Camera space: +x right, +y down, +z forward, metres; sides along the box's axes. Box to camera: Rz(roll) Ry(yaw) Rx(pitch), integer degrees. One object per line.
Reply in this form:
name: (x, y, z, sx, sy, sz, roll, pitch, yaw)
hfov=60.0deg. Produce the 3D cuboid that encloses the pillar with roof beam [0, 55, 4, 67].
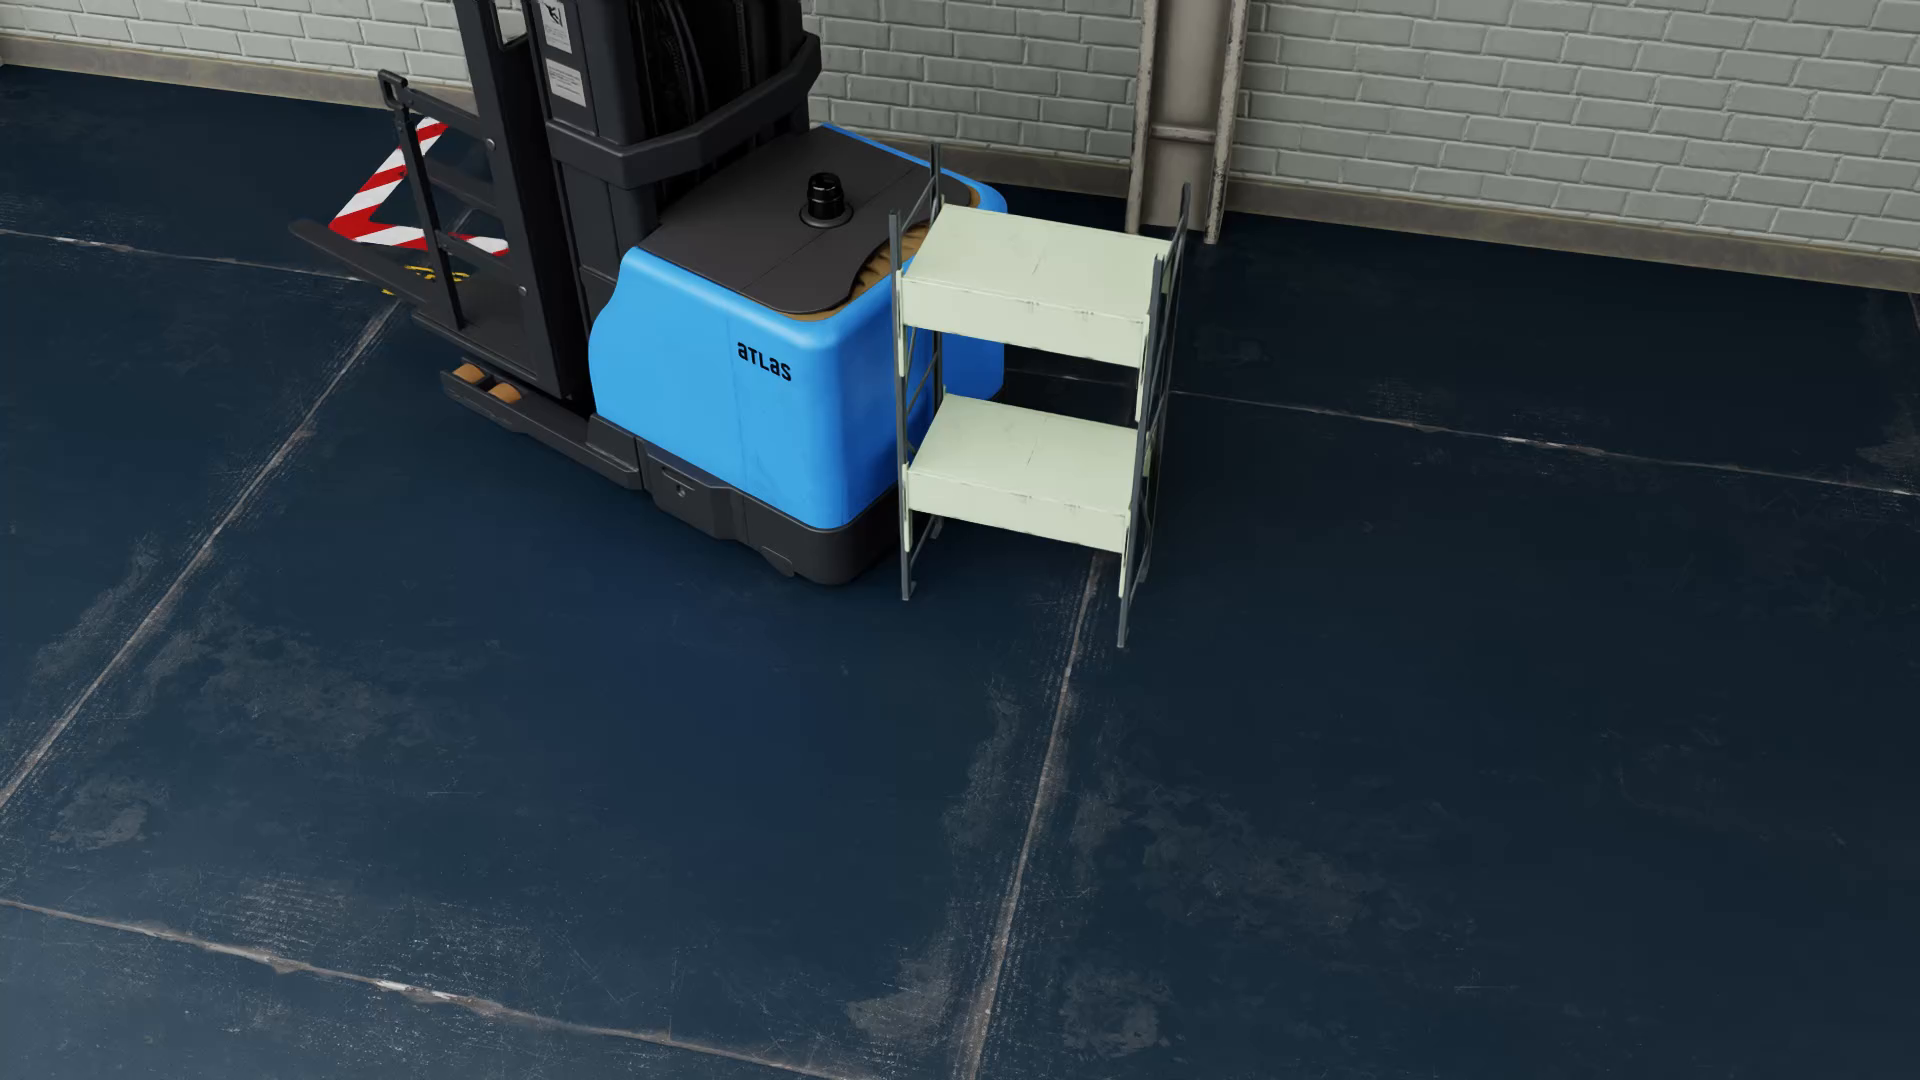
pillar with roof beam: (-5.866, -2.625, 1.988, 0.400, 9.000, 9.100, 9, 45, 9)

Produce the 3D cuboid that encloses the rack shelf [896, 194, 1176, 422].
rack shelf: (0.226, -0.677, 4.809, 0.720, 0.370, 0.431, 12, 45, 12)

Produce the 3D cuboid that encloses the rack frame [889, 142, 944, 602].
rack frame: (-0.124, -0.470, 5.156, 0.023, 1.500, 0.400, 12, 45, 12)

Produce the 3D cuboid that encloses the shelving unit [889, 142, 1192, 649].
shelving unit: (0.226, -0.396, 5.080, 0.755, 1.500, 0.431, 12, 45, 12)

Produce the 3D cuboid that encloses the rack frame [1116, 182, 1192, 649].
rack frame: (0.576, -0.322, 5.003, 0.023, 1.500, 0.400, 12, 45, 12)

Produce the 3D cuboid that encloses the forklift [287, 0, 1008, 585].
forklift: (-1.320, -1.740, 5.444, 3.031, 2.935, 1.130, 27, 50, 25)

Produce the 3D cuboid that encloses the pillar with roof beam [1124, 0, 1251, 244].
pillar with roof beam: (-0.011, -1.716, 1.044, 0.400, 9.000, 9.100, 9, 45, 9)

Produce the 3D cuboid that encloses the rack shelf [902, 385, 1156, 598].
rack shelf: (0.226, -0.161, 5.306, 0.720, 0.370, 0.431, 12, 45, 12)
